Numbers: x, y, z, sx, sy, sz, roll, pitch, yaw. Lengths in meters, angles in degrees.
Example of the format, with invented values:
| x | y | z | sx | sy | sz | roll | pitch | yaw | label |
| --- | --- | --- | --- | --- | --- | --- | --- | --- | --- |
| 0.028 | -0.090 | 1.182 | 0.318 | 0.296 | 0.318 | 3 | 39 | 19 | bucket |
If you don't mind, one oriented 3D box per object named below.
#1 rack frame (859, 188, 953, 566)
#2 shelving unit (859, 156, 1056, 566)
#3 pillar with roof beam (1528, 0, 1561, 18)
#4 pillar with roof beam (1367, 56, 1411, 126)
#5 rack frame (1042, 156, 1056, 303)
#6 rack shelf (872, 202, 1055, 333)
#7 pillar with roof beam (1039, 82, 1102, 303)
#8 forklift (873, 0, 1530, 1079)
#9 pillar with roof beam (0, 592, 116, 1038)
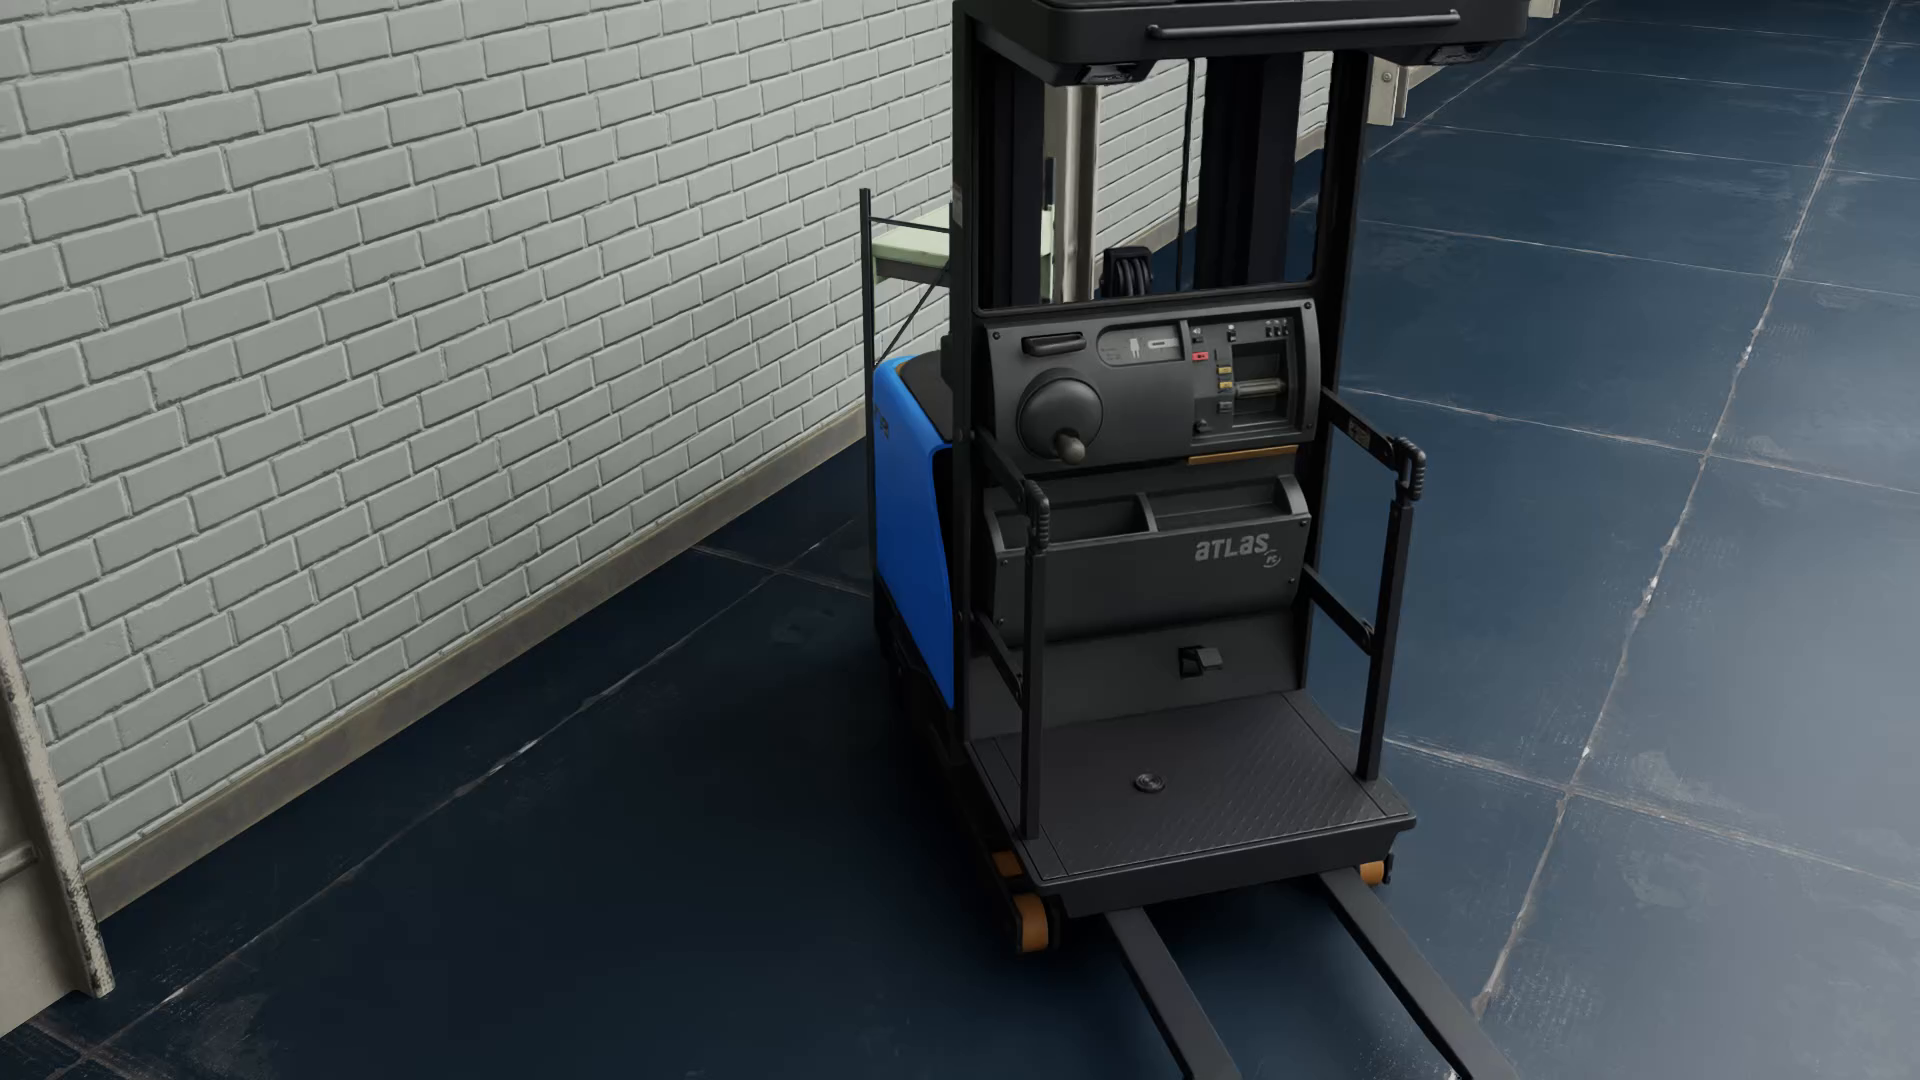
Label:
| x | y | z | sx | sy | sz | roll | pitch | yaw | label |
| --- | --- | --- | --- | --- | --- | --- | --- | --- | --- |
| -0.177 | -0.531 | 6.135 | 0.400 | 1.500 | 0.023 | 14 | 30 | 26 | rack frame |
| 0.003 | -0.673 | 6.419 | 0.431 | 1.500 | 0.755 | 14 | 30 | 26 | shelving unit |
| 10.144 | -8.869 | 14.414 | 9.100 | 9.000 | 0.400 | 14 | 30 | 26 | pillar with roof beam |
| 7.193 | -6.530 | 9.742 | 9.100 | 9.000 | 0.400 | 14 | 30 | 26 | pillar with roof beam |
| 0.183 | -0.816 | 6.704 | 0.400 | 1.500 | 0.023 | 14 | 30 | 26 | rack frame |
| 0.003 | -1.022 | 6.245 | 0.431 | 0.370 | 0.720 | 14 | 30 | 26 | rack shelf |
| 4.241 | -4.192 | 5.071 | 9.100 | 9.000 | 0.400 | 14 | 30 | 26 | pillar with roof beam |
| 0.585 | -0.386 | 4.247 | 1.130 | 2.935 | 3.031 | -7 | 27 | -14 | forklift |
| 1.289 | -1.854 | 0.400 | 9.100 | 9.000 | 0.400 | 14 | 30 | 26 | pillar with roof beam |
